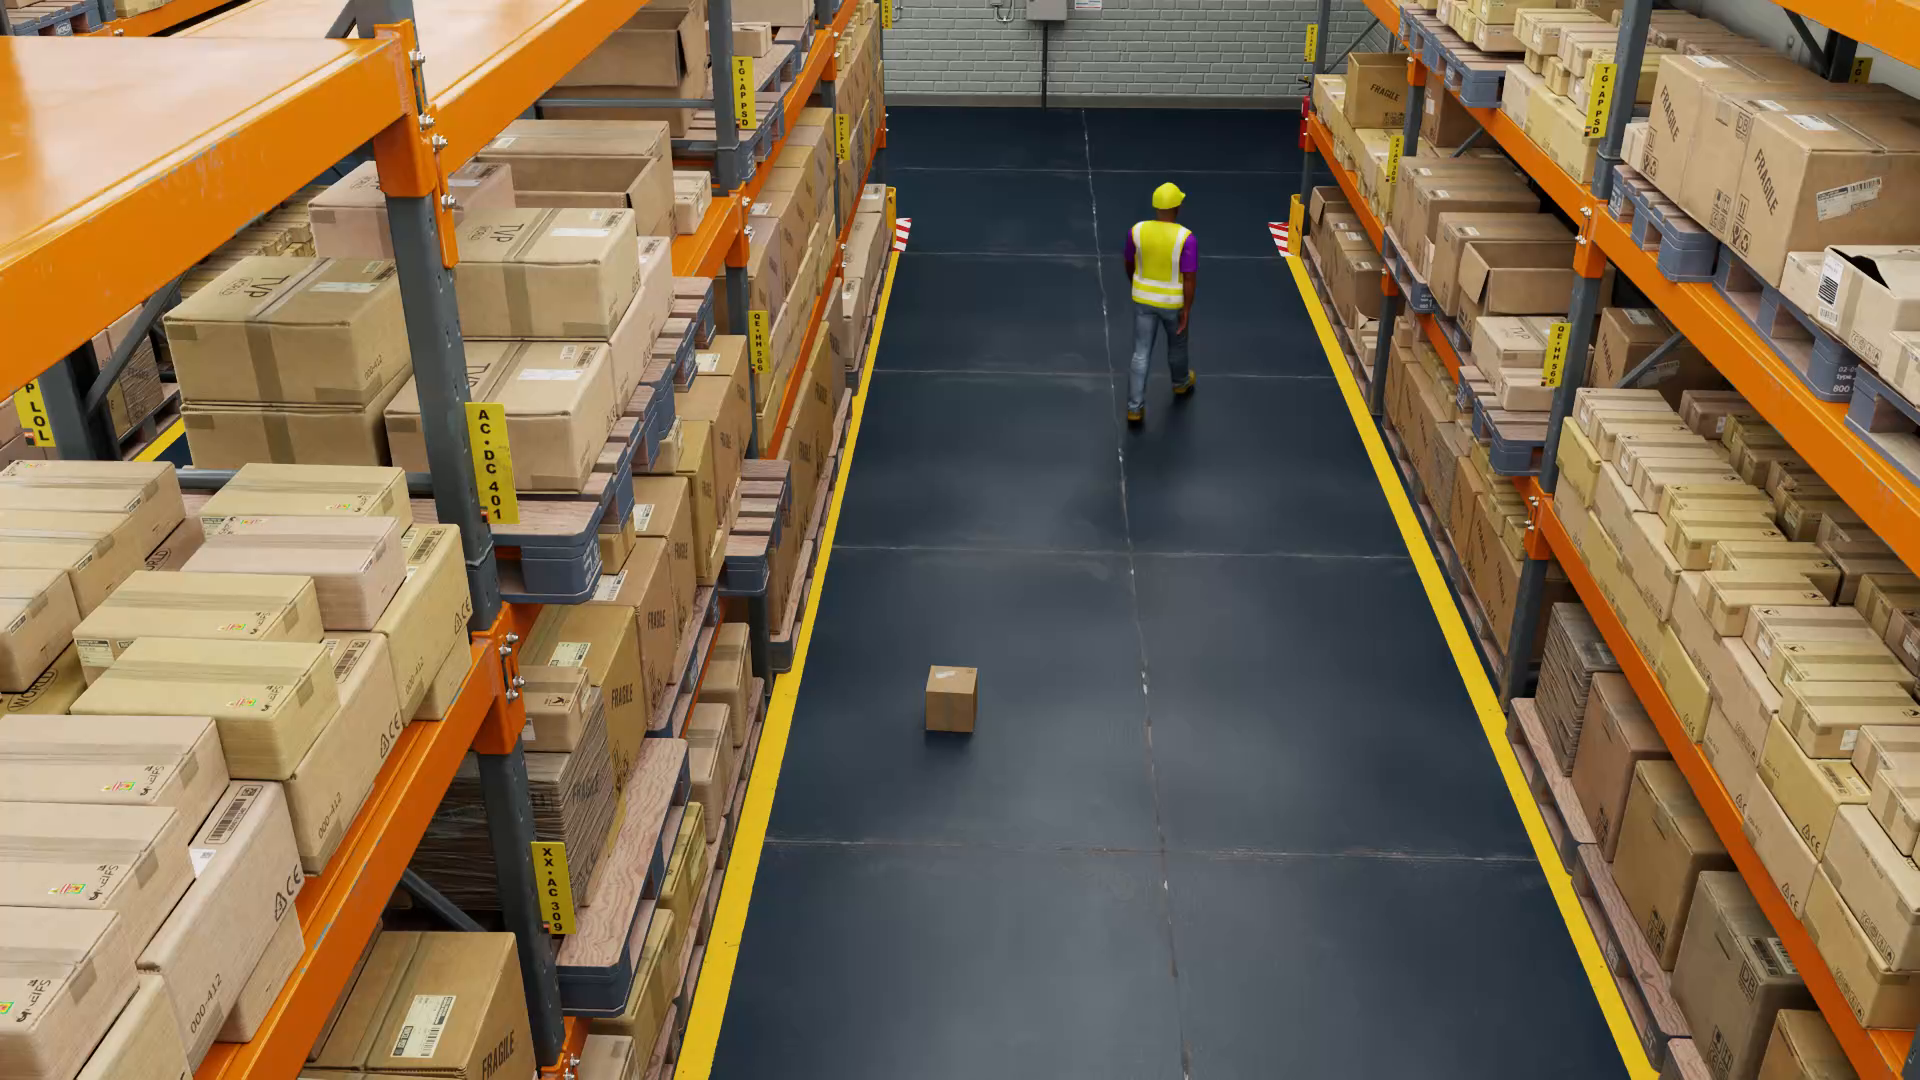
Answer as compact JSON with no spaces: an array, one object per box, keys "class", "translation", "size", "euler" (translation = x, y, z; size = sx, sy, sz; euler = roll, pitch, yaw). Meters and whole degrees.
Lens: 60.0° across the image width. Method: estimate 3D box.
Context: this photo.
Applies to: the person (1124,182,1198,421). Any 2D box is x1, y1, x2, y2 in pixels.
[{"class":"person","translation":[1.491,-1.805,12.235],"size":[0.582,1.716,1.041],"euler":[10,30,19]}]
